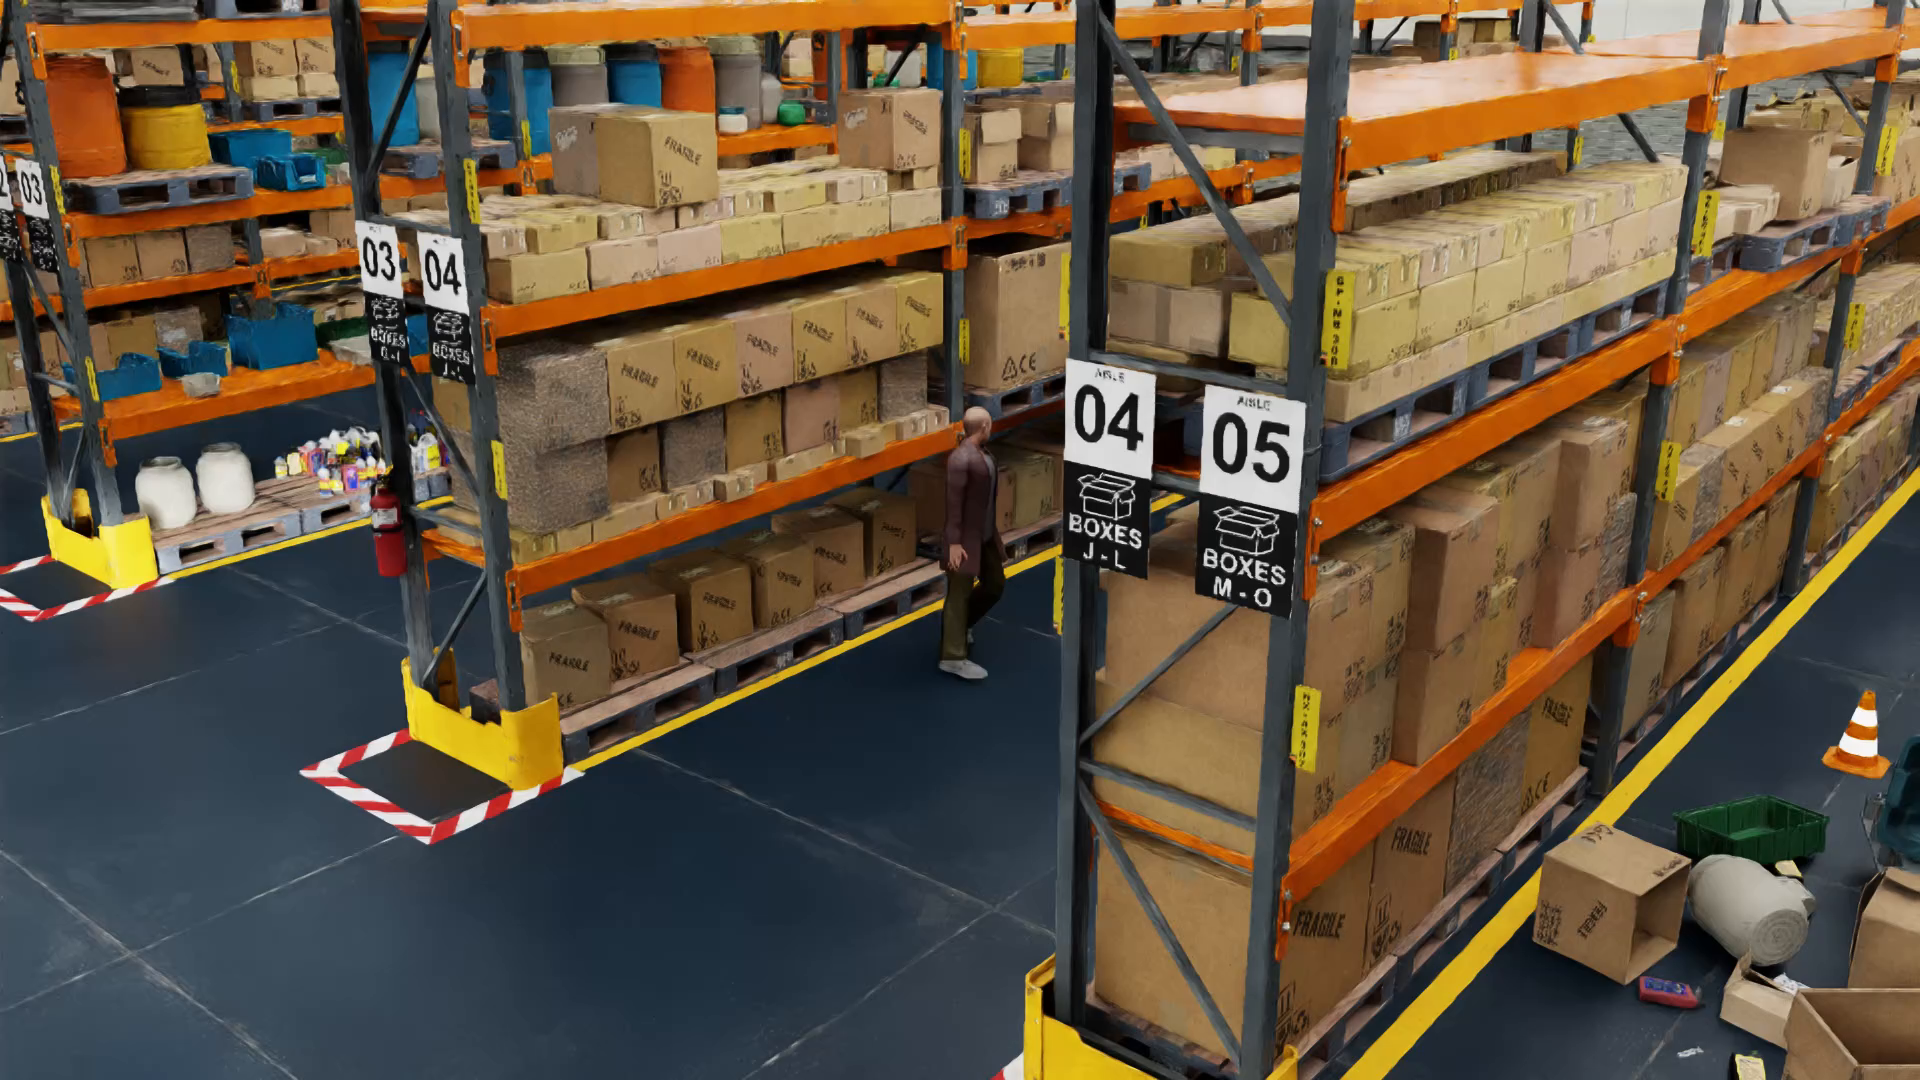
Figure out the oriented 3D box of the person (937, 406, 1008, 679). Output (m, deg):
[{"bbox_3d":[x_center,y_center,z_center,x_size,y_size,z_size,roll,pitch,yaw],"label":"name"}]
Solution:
[{"bbox_3d":[0.075,-0.013,11.164,0.578,1.741,0.689,11,23,29],"label":"person"}]
